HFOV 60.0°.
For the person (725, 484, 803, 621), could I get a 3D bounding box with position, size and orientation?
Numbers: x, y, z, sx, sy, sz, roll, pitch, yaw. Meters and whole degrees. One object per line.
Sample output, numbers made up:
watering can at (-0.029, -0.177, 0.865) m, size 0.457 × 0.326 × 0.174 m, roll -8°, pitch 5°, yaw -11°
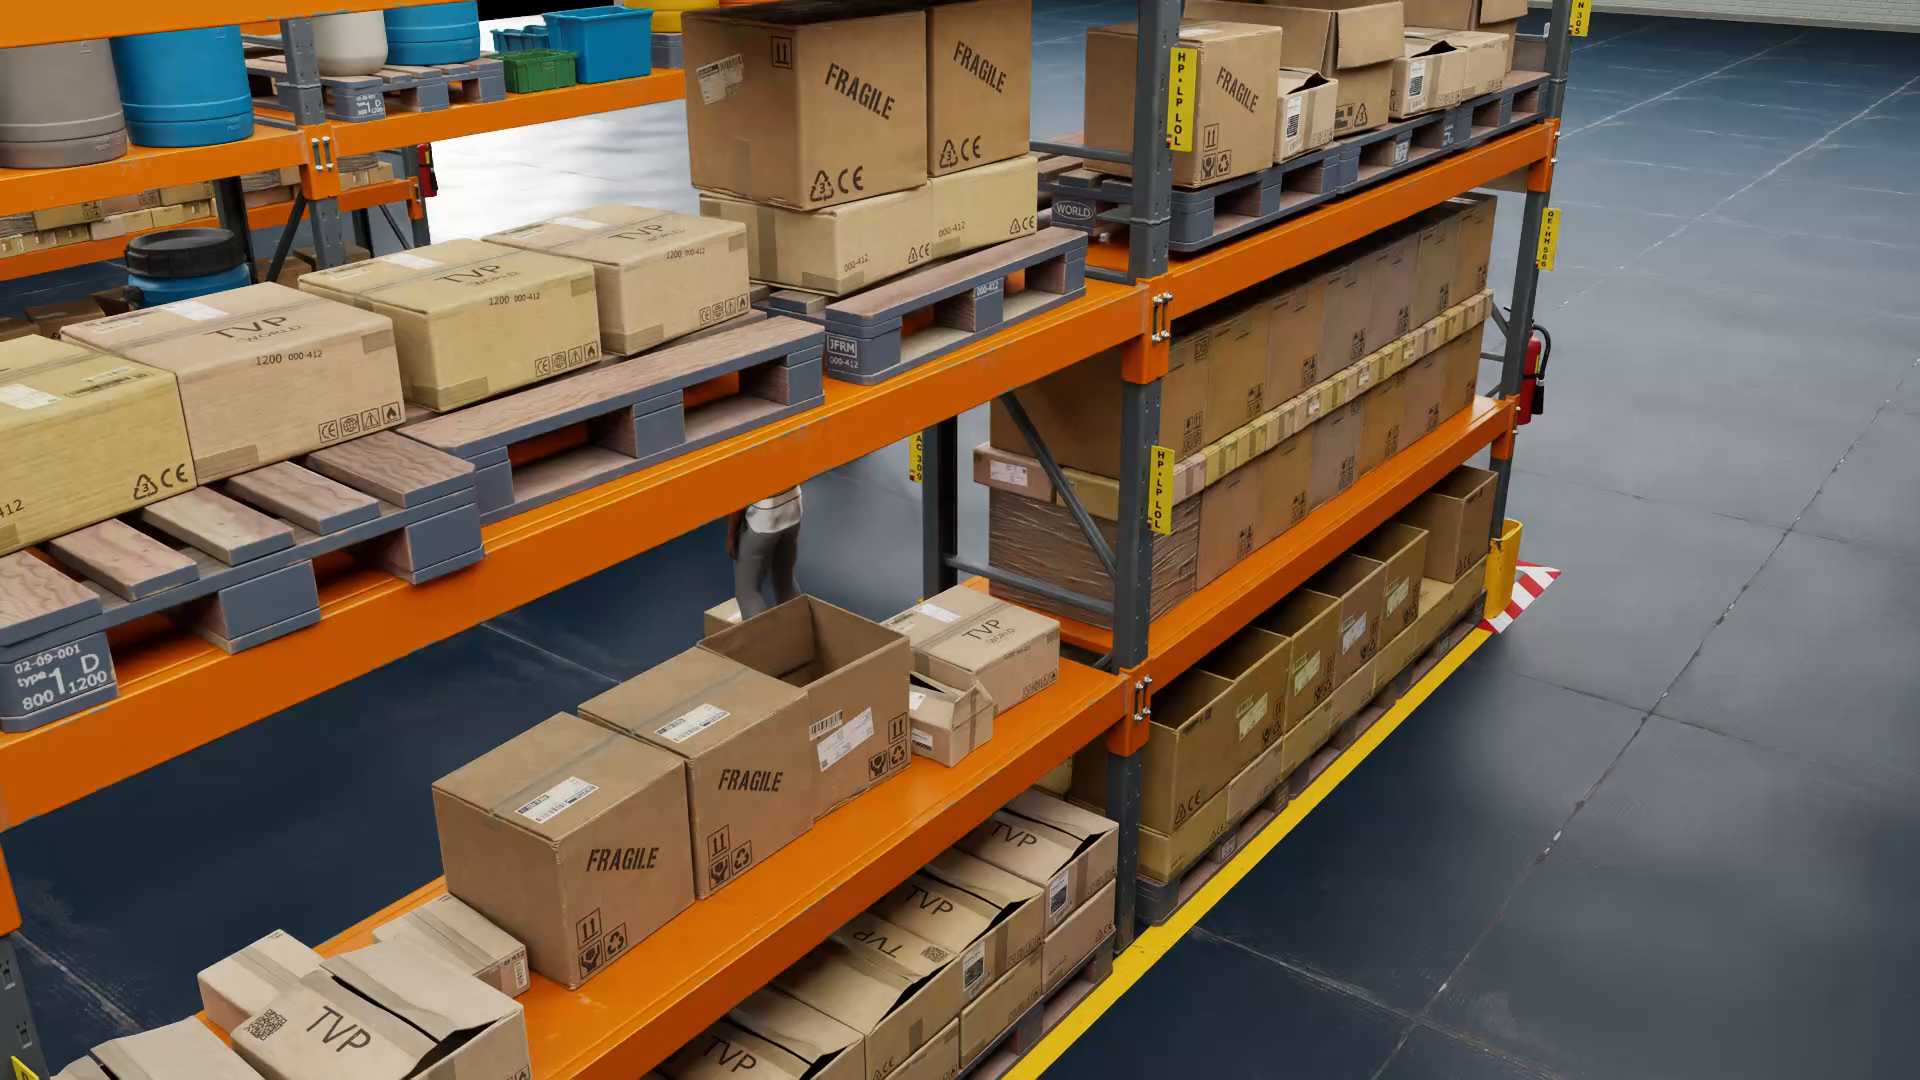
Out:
person at (-1.045, -0.090, 8.808) m, size 0.400 × 1.657 × 0.514 m, roll 16°, pitch 29°, yaw 33°
